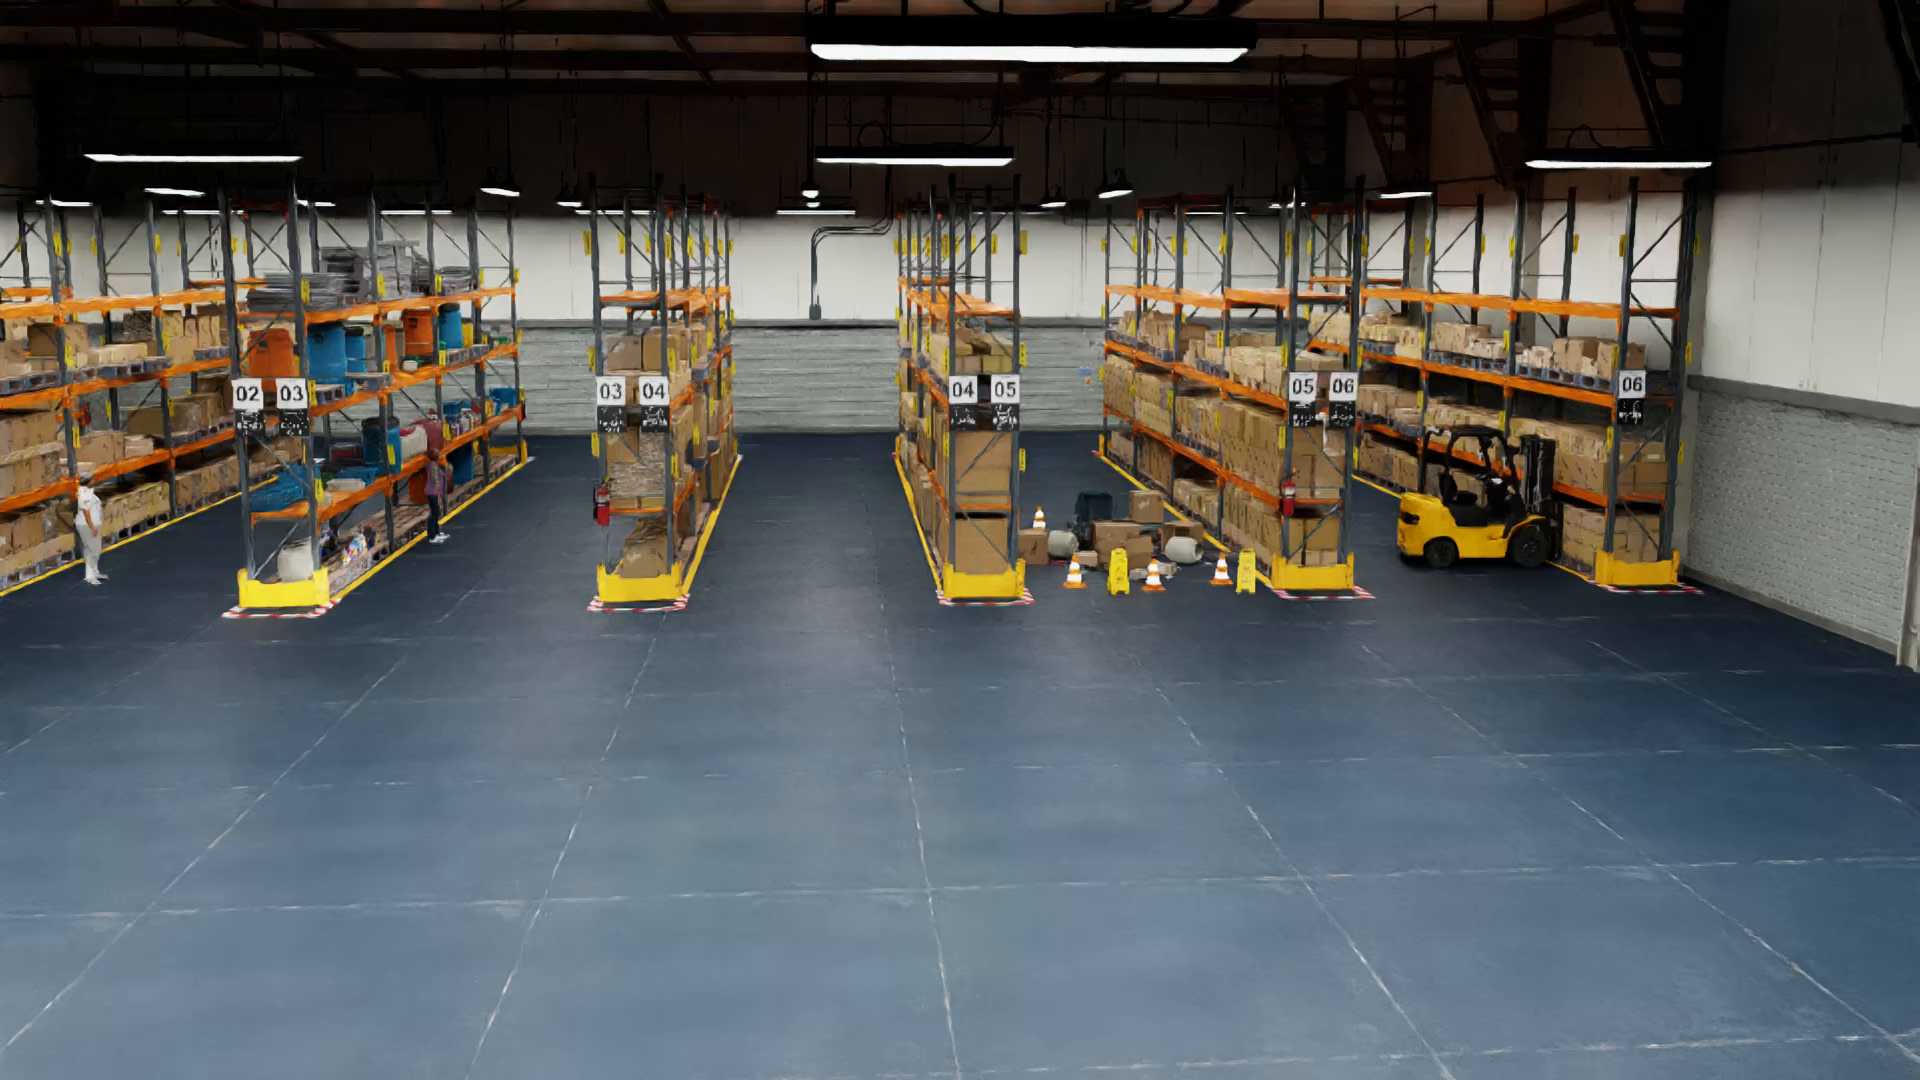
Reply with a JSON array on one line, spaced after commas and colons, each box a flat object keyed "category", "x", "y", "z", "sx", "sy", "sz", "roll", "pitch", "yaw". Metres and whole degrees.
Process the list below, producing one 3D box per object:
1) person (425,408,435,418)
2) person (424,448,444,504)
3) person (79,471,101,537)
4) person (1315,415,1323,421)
[{"category": "person", "x": -11.448, "y": -2.058, "z": 36.170, "sx": 0.455, "sy": 1.438, "sz": 0.874, "roll": 5, "pitch": 11, "yaw": 24}, {"category": "person", "x": -8.977, "y": -1.104, "z": 28.351, "sx": 0.323, "sy": 0.936, "sz": 0.481, "roll": -5, "pitch": 11, "yaw": -28}, {"category": "person", "x": -13.119, "y": -0.556, "z": 25.056, "sx": 0.341, "sy": 0.975, "sz": 0.524, "roll": -6, "pitch": 12, "yaw": -32}, {"category": "person", "x": 7.607, "y": -2.382, "z": 35.253, "sx": 0.332, "sy": 0.616, "sz": 0.584, "roll": 3, "pitch": 10, "yaw": 15}]
